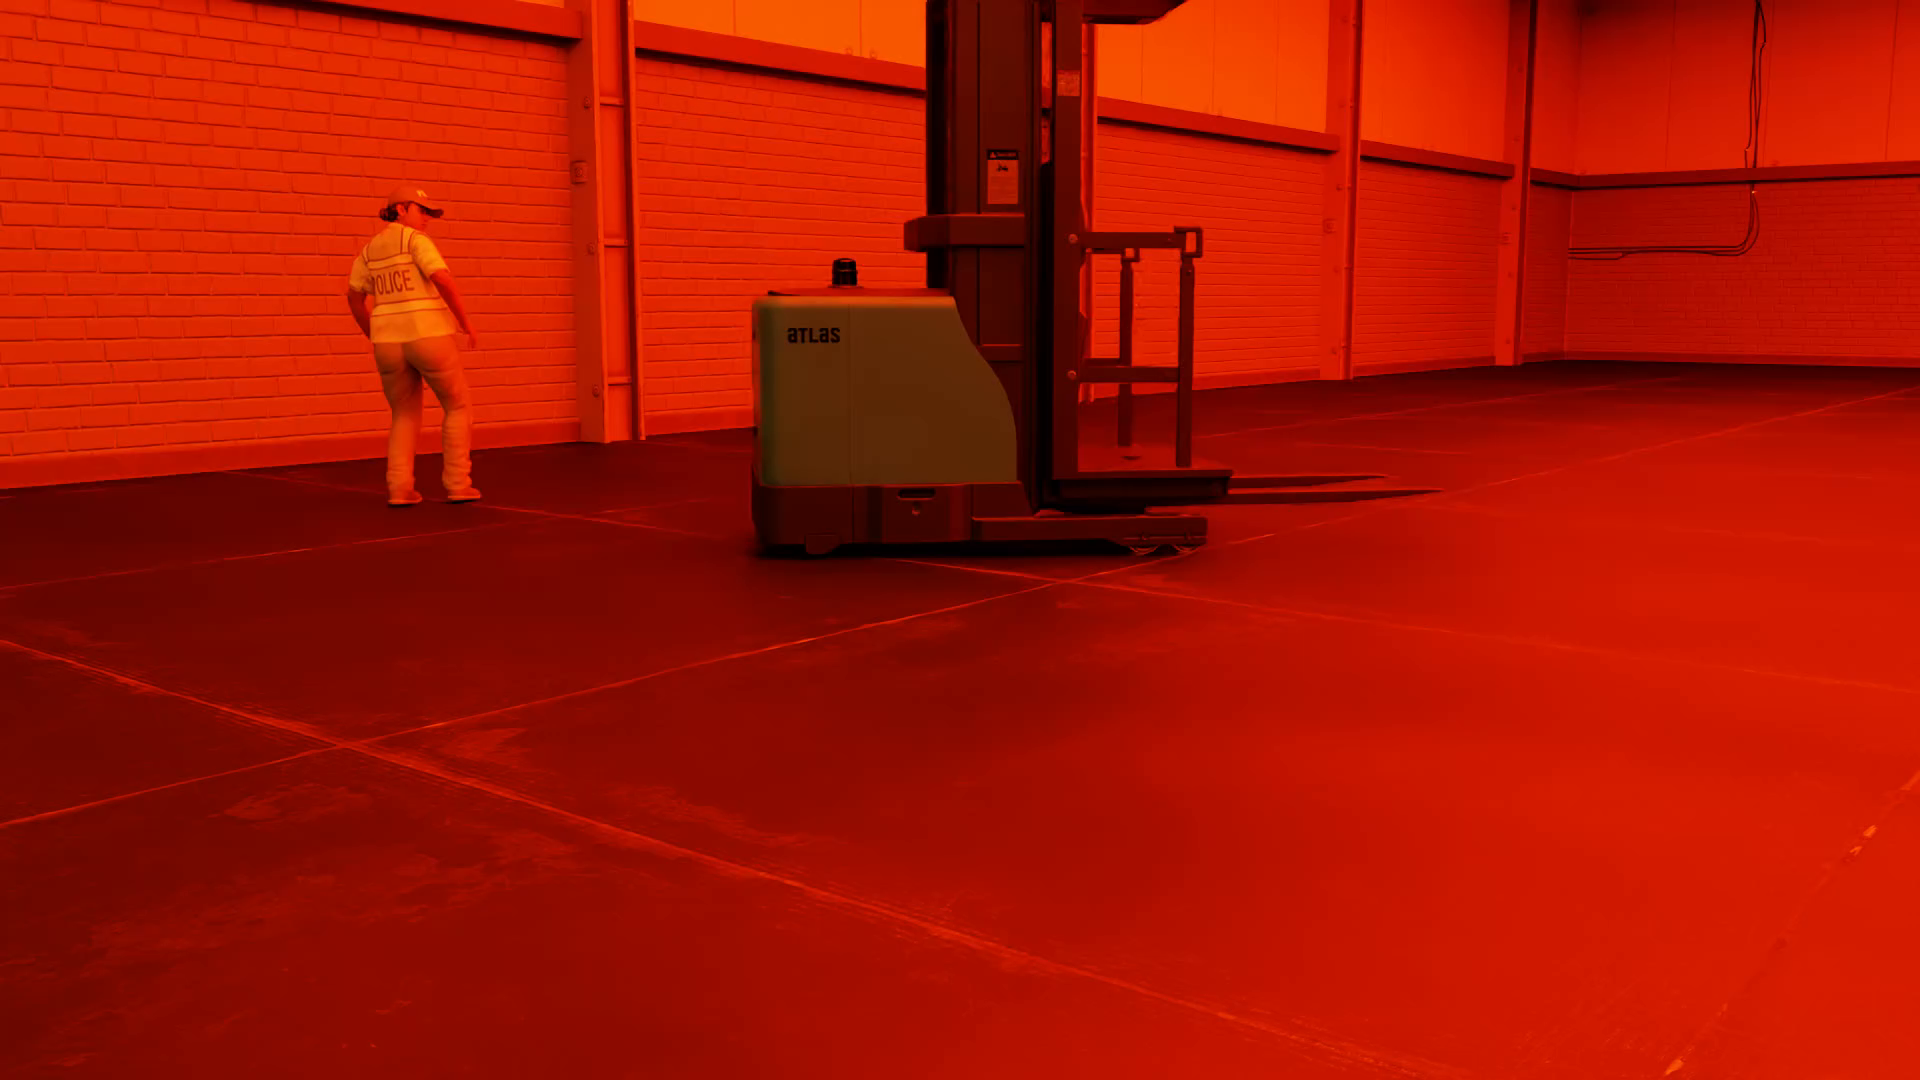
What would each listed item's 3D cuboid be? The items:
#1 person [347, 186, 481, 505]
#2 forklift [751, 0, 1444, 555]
[{"bbox_3d":[-2.832,-1.004,8.639,0.673,1.641,0.512,2,9,14],"label":"person"},{"bbox_3d":[0.603,-1.465,7.294,3.031,2.935,1.130,-1,8,-9],"label":"forklift"}]
